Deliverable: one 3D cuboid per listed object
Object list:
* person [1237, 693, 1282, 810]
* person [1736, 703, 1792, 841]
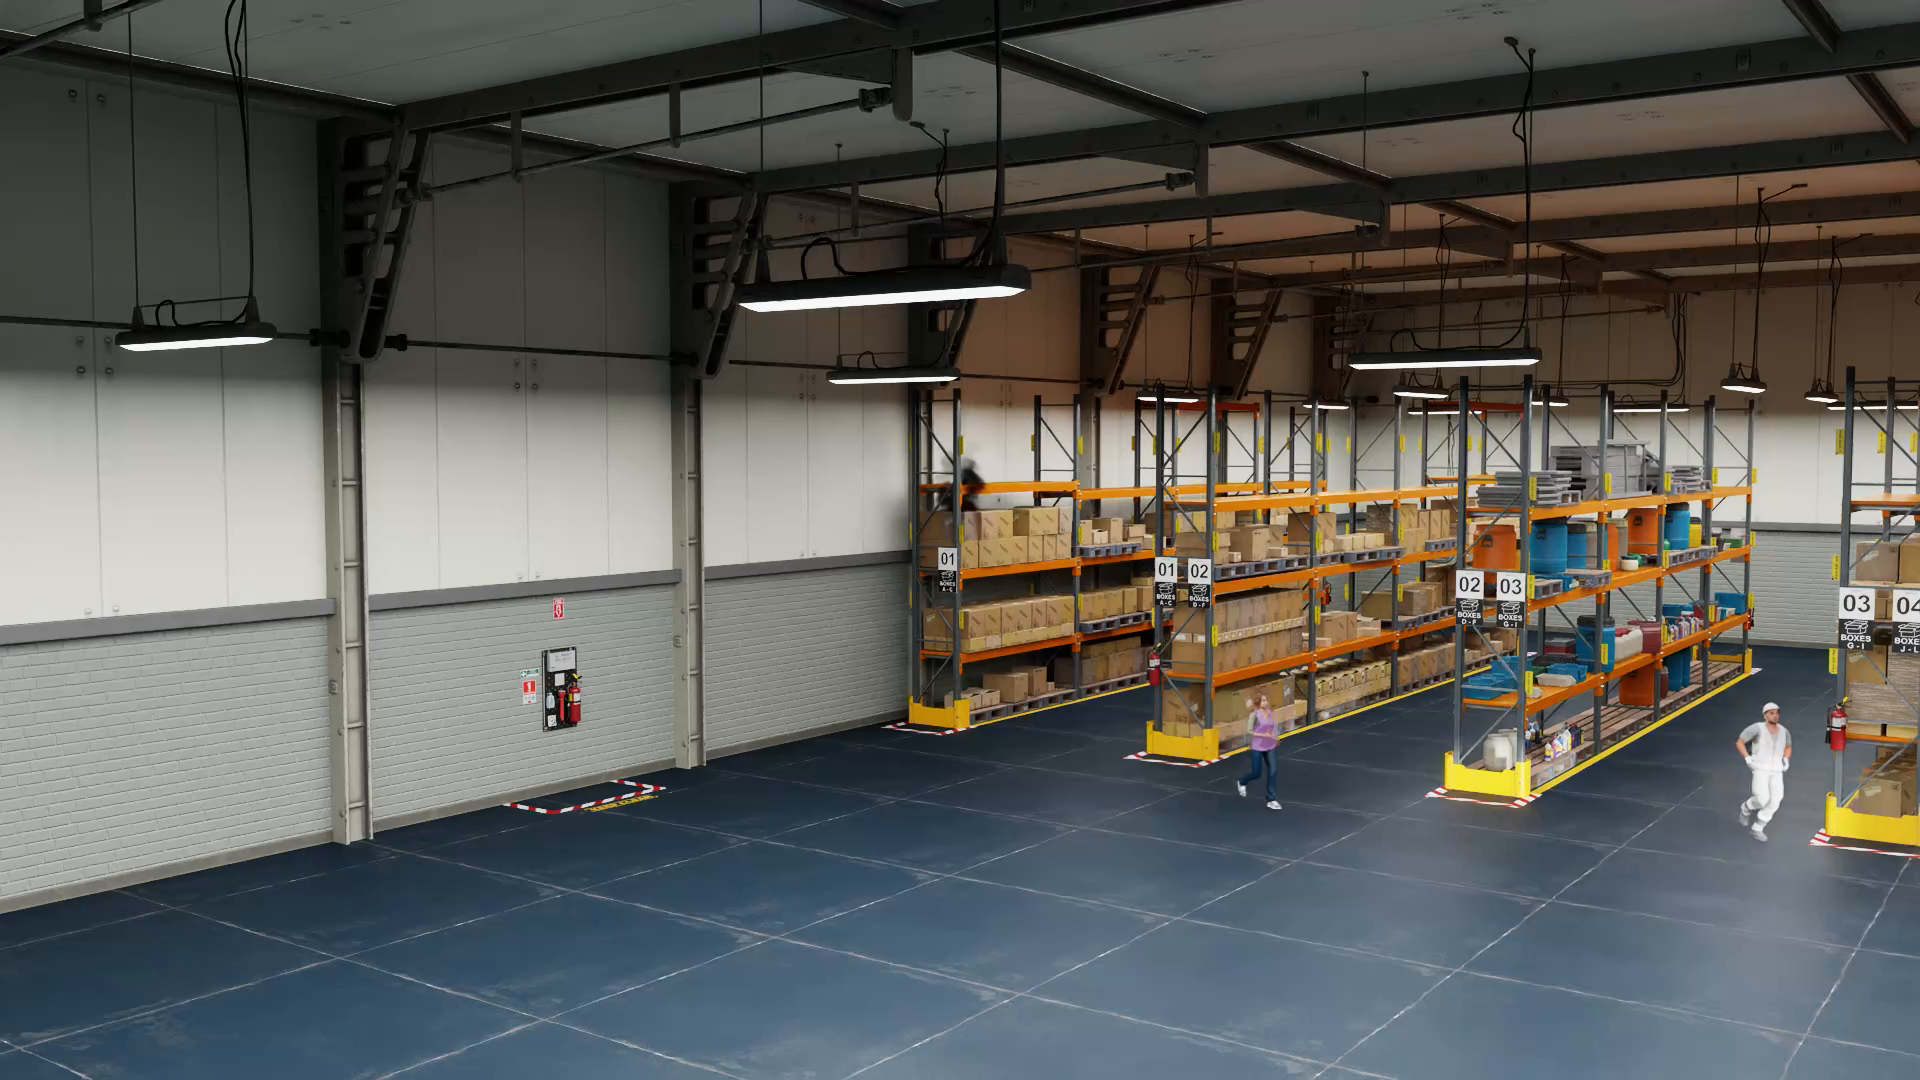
[{"bbox_3d":[4.169,2.897,23.020,0.552,1.575,0.819,-2,4,-28],"label":"person"},{"bbox_3d":[10.277,2.934,21.191,0.690,1.740,0.559,0,3,-1],"label":"person"}]
